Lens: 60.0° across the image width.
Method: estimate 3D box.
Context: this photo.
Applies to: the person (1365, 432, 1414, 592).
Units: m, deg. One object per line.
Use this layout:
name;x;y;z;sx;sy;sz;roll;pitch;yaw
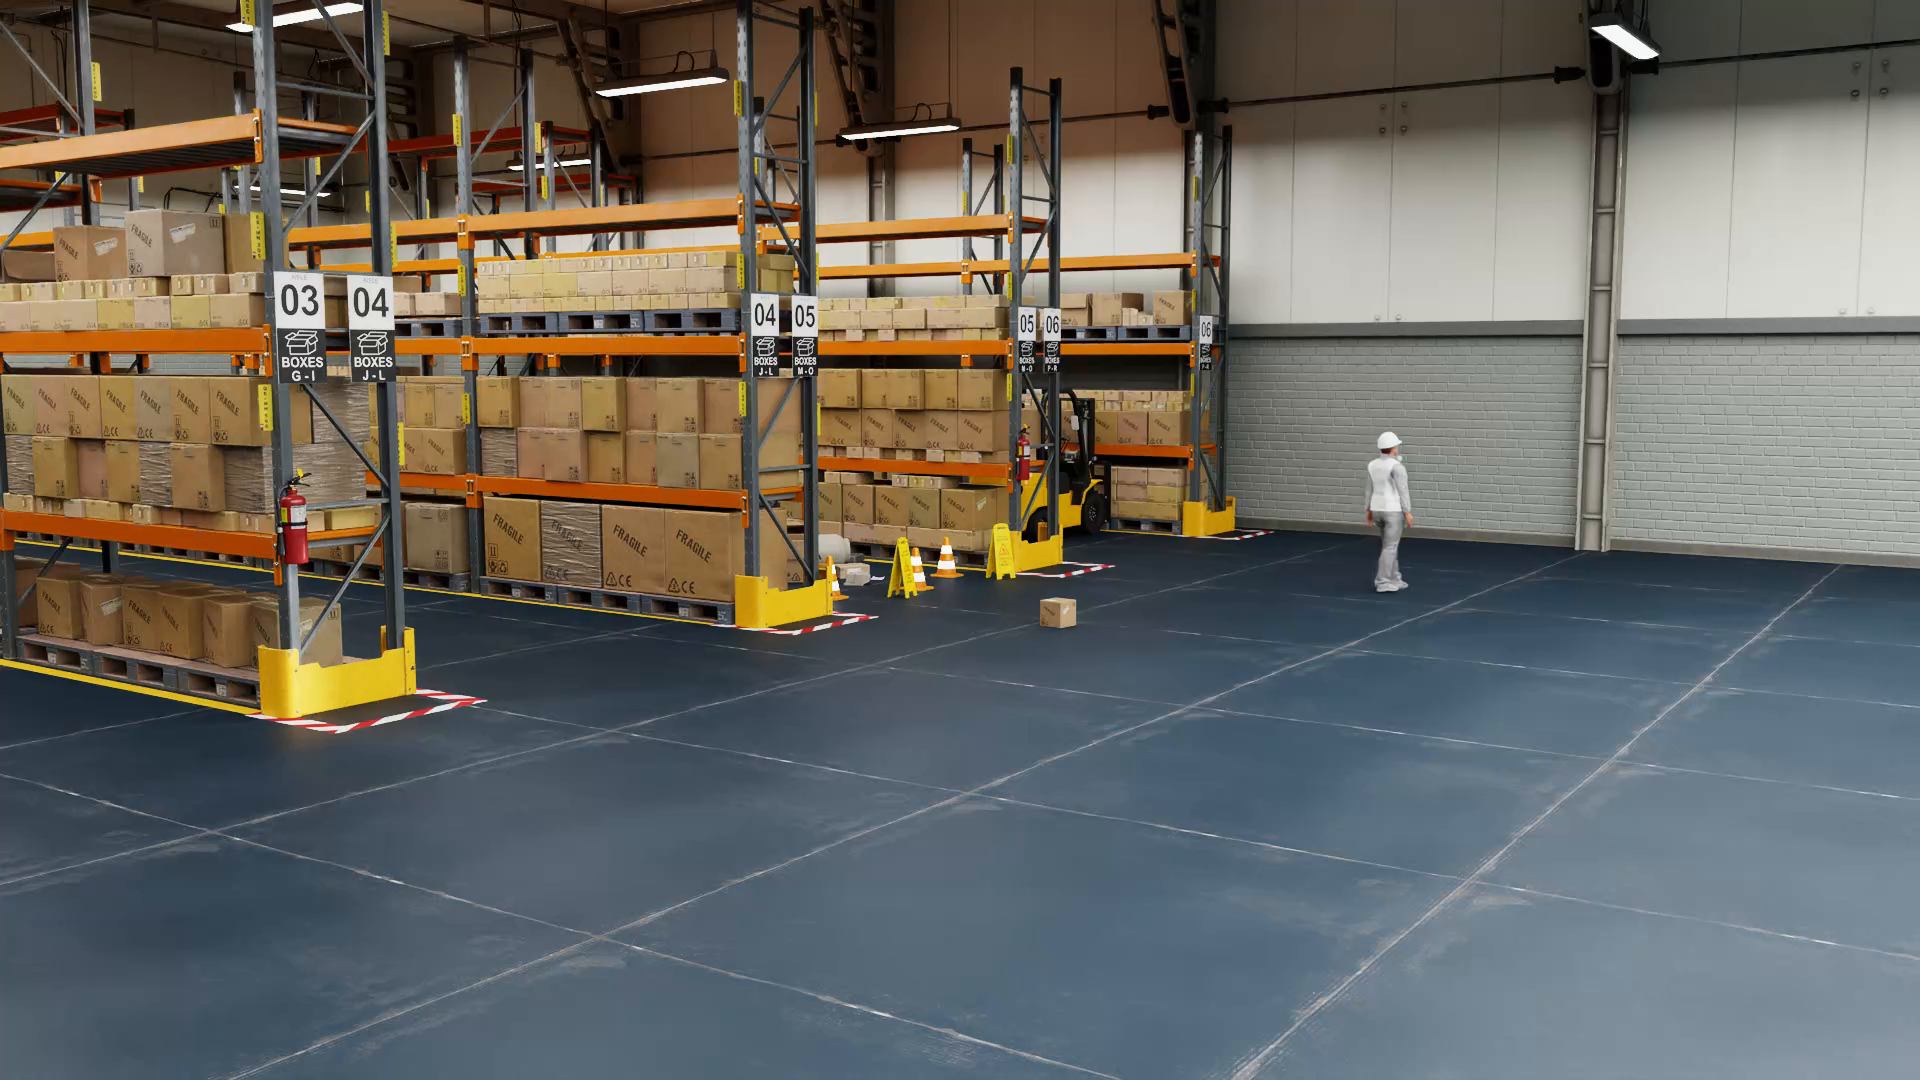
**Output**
person;4.864;-0.312;18.498;0.689;1.780;0.554;-3;7;-29
